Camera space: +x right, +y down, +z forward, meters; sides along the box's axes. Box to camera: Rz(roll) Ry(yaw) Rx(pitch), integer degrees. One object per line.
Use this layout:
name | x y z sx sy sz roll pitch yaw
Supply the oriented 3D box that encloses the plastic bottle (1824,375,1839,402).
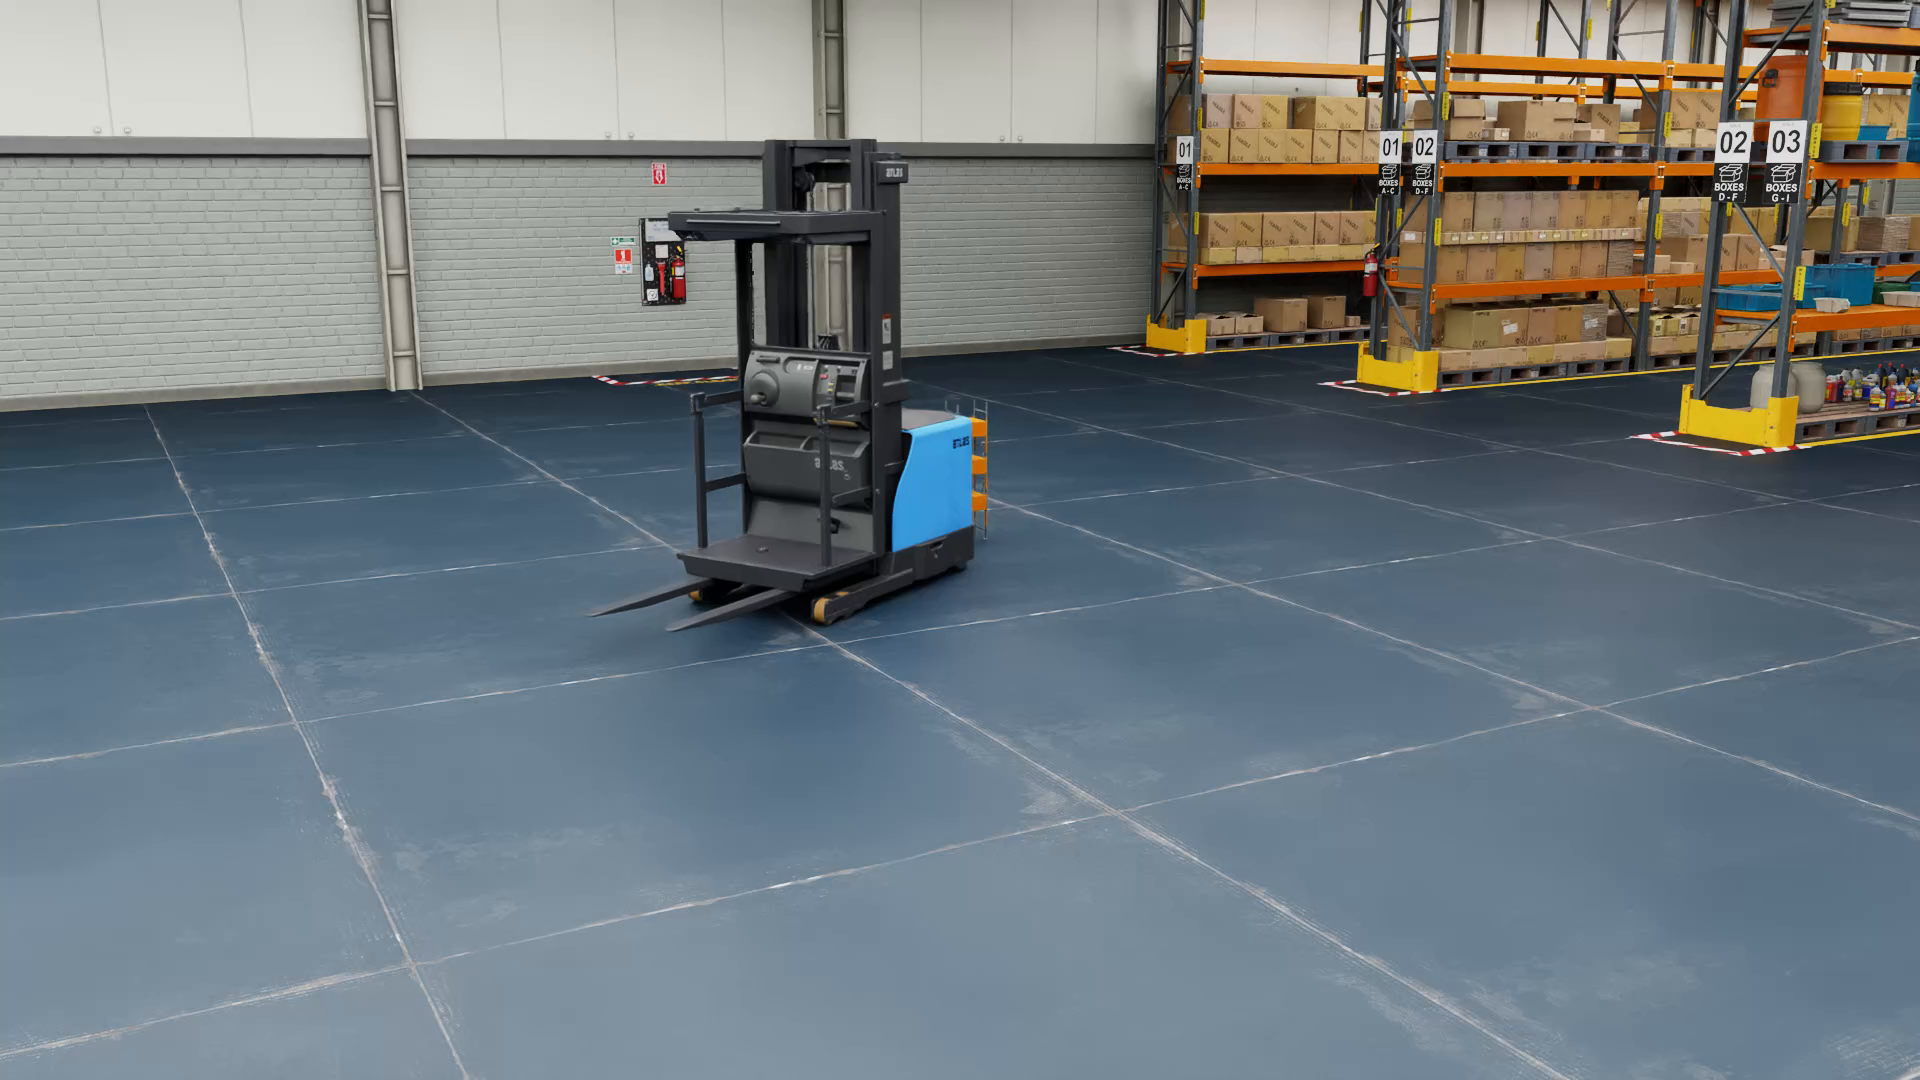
plastic bottle | 9.650 -1.686 18.470 0.135 0.276 0.152 -7 14 -27

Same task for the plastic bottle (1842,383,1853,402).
plastic bottle | 9.848 -1.642 18.445 0.097 0.201 0.097 0 13 0

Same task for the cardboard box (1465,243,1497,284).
cardboard box | 6.518 -3.608 21.581 0.500 0.500 0.700 -6 14 -26

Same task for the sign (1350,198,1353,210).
sign | 6.509 -5.503 27.591 0.005 0.325 0.100 -7 14 -28

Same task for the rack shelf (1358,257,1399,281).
rack shelf | 8.533 -4.691 28.259 4.000 0.370 1.077 -7 14 -28

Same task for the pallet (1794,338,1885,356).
pallet | 13.339 -3.009 25.497 1.213 0.211 1.003 -7 14 -28

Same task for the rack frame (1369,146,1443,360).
rack frame | 5.644 -3.456 21.135 0.127 3.000 1.000 -7 14 -28

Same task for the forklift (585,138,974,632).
forklift | -1.104 -1.023 10.481 1.130 2.935 3.031 8 15 31

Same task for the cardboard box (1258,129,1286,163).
cardboard box | 4.622 -6.024 25.441 0.500 0.500 0.500 -6 14 -25

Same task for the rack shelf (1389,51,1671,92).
rack shelf | 7.399 -6.047 21.534 4.000 0.370 1.077 -7 14 -28

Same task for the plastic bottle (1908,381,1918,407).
plastic bottle | 10.321 -1.583 18.025 0.097 0.271 0.097 0 13 0

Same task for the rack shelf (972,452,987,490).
rack shelf | 0.047 -0.507 12.521 0.240 0.259 0.215 -7 14 -28

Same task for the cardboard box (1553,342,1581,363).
cardboard box | 7.977 -2.543 22.385 0.500 0.250 0.500 -7 14 -28

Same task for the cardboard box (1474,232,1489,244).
cardboard box | 6.541 -3.875 21.293 0.250 0.149 0.380 -7 14 -28

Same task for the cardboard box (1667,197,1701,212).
cardboard box | 13.059 -6.092 30.188 0.500 0.250 0.500 -6 14 -27

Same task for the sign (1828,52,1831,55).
sign | 17.050 -9.661 32.554 0.005 0.325 0.100 -7 14 -28

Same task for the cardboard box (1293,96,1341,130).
cardboard box | 5.538 -6.619 25.808 0.500 0.500 0.500 -7 15 -30

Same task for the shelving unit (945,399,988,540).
shelving unit | 0.047 -0.518 12.519 0.252 1.050 0.215 -7 14 -28

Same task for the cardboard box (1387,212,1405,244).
cardboard box | 7.241 -5.142 27.394 0.500 0.500 0.700 -7 14 -28

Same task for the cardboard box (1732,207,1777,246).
cardboard box | 14.927 -5.949 31.528 0.700 0.700 0.980 -7 15 -29

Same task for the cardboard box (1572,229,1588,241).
cardboard box | 8.125 -4.066 22.138 0.250 0.149 0.380 -7 14 -28

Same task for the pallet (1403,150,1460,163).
pallet | 7.371 -6.247 27.133 1.003 0.211 1.213 -7 14 -28

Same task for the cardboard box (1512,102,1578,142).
cardboard box | 7.649 -5.515 21.941 0.637 0.503 0.797 -5 14 -22

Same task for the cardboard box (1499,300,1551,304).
cardboard box | 7.720 -3.013 22.762 0.500 0.500 0.500 -7 14 -28

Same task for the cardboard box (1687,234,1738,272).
cardboard box | 10.738 -4.112 23.819 0.500 0.500 0.500 -7 14 -28

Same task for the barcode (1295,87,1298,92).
barcode | 5.352 -7.158 26.425 0.075 0.075 0.001 -7 14 -28

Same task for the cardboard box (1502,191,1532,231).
cardboard box | 7.007 -4.300 21.700 0.500 0.500 0.700 -7 14 -28

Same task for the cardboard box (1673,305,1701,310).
cardboard box | 10.708 -3.272 24.345 0.500 0.311 0.500 -7 14 -29

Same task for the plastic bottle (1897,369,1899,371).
plastic bottle | 10.764 -1.820 19.064 0.135 0.276 0.152 -6 14 -26

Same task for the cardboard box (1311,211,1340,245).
cardboard box | 5.628 -4.920 26.226 0.500 0.500 0.500 -7 15 -29

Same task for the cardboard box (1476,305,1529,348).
cardboard box | 7.092 -2.807 21.848 0.500 0.500 0.500 -7 14 -28

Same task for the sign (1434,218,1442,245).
sign | 5.904 -3.810 20.553 0.005 0.325 0.100 -7 14 -28

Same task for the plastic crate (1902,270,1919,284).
plastic crate | 11.004 -2.861 18.632 0.504 0.338 0.767 -7 14 -28

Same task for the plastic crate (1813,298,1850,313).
plastic crate | 8.953 -2.405 17.063 0.250 0.136 0.298 -7 14 -28

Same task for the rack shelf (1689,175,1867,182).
rack shelf | 15.555 -6.996 31.669 4.000 0.370 1.077 -7 14 -28

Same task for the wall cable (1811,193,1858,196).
wall cable | 17.981 -6.906 34.151 1.851 1.984 0.084 -7 14 -28

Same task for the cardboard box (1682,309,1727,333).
cardboard box | 10.532 -3.116 23.651 0.500 0.311 0.500 -7 15 -30

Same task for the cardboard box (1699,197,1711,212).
cardboard box | 13.512 -6.144 30.419 0.500 0.250 0.500 -6 14 -26

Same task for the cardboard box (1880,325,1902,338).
cardboard box | 14.101 -3.394 25.548 0.500 0.500 0.500 -7 14 -29

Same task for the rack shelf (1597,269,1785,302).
rack shelf | 10.910 -3.736 24.018 4.000 0.370 1.077 -7 14 -28

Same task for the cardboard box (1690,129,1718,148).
cardboard box | 10.181 -5.593 23.185 0.500 0.250 0.500 -8 15 -33

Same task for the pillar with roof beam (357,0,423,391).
pillar with roof beam | -5.003 -5.486 16.488 0.400 9.000 9.100 -7 14 -28

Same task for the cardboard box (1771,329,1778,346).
cardboard box | 11.870 -3.004 24.431 0.500 0.250 0.500 -7 14 -29

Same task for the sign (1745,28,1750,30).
sign | 14.070 -8.991 29.755 0.005 0.325 0.100 -7 14 -28

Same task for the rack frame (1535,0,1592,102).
rack frame | 10.289 -8.179 28.456 0.127 3.000 1.000 -7 14 -28

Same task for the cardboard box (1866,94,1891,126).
cardboard box | 13.499 -6.396 24.861 0.500 0.500 0.500 -7 14 -28

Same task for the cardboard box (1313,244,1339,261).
cardboard box | 5.632 -4.553 26.304 0.500 0.250 0.500 -7 14 -28

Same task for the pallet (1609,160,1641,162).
pallet | 11.809 -6.819 29.678 1.213 0.211 1.003 -6 14 -25

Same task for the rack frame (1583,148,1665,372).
rack frame | 9.155 -3.877 23.005 0.127 3.000 1.000 -7 14 -28

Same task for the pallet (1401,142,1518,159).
pallet | 6.277 -4.946 21.123 1.213 0.211 1.003 -7 14 -28
